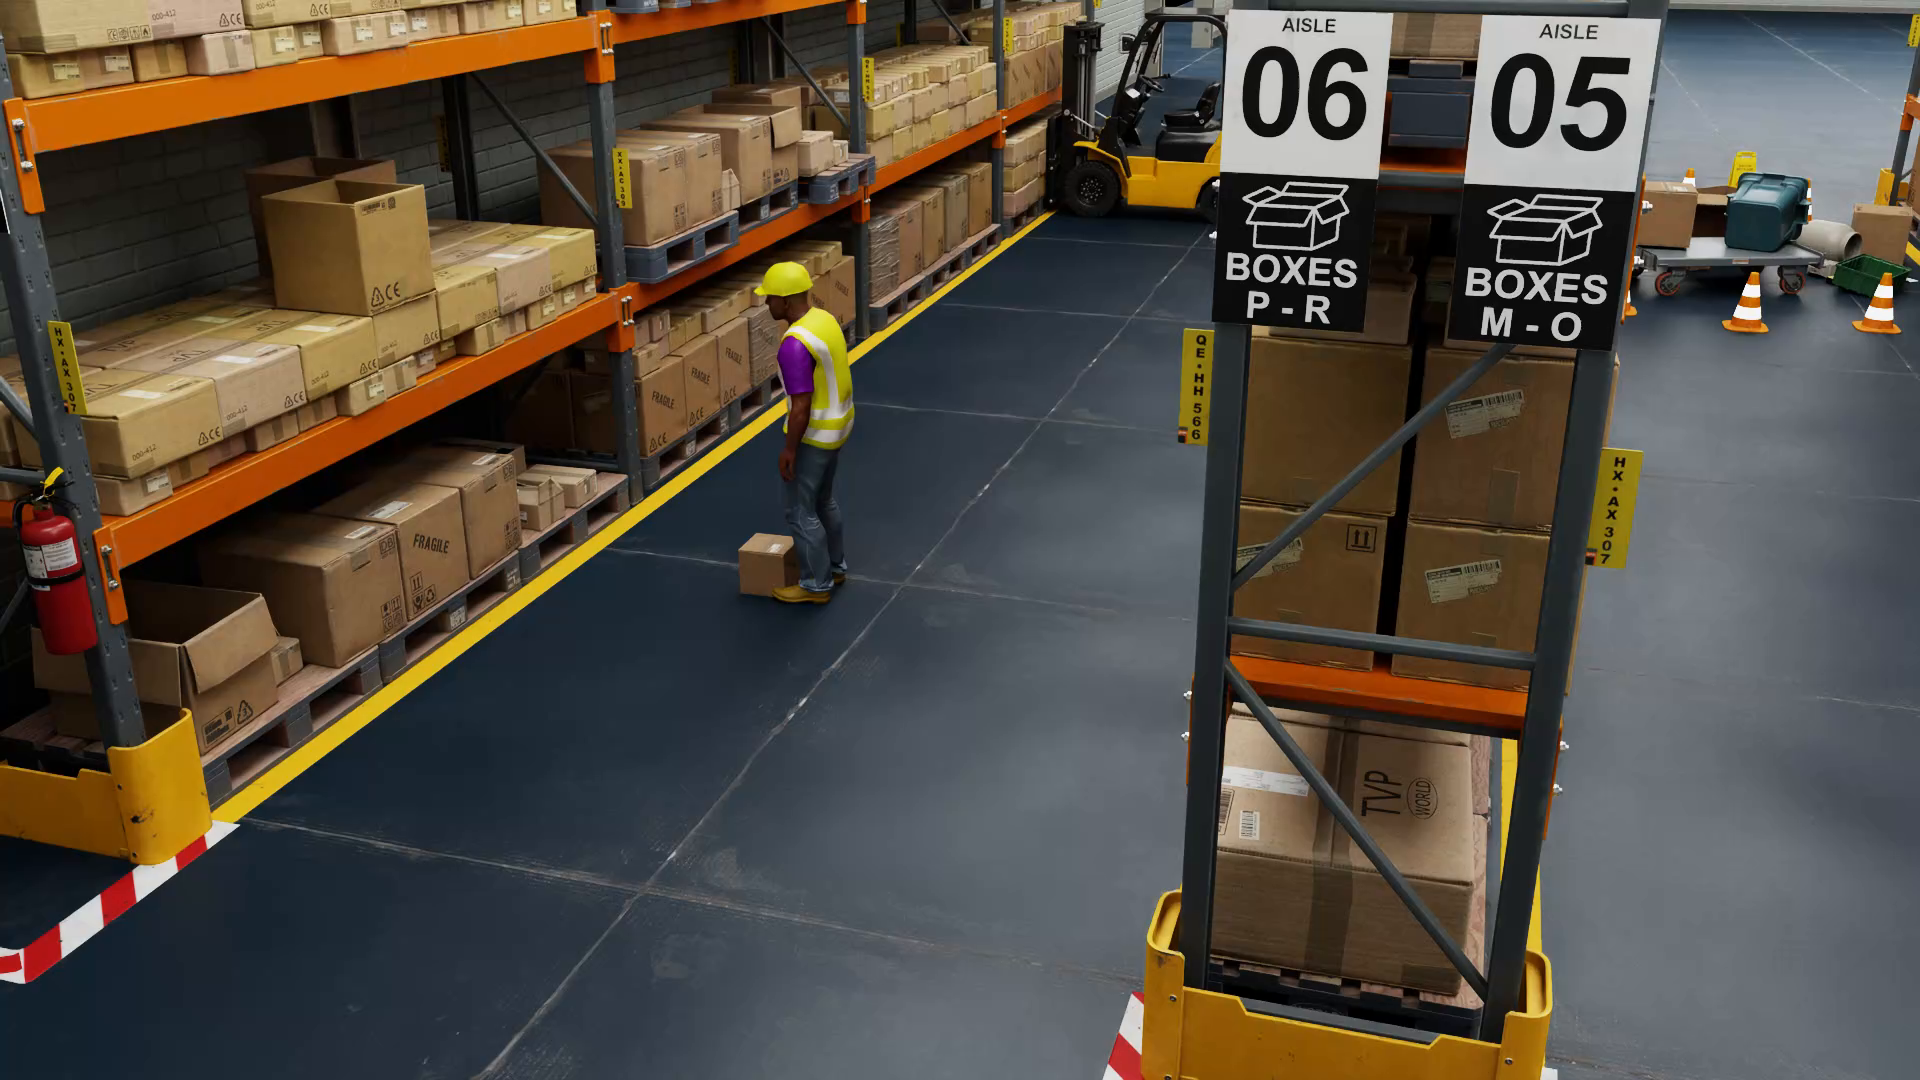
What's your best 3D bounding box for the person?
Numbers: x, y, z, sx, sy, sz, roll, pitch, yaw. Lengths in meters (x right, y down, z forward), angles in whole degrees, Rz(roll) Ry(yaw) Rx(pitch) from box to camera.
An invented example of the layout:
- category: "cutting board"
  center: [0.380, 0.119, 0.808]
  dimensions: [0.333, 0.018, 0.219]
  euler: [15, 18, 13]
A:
- category: "person"
  center: [-0.776, -0.540, 8.414]
  dimensions: [0.462, 1.759, 0.632]
  euler: [5, 22, 12]
